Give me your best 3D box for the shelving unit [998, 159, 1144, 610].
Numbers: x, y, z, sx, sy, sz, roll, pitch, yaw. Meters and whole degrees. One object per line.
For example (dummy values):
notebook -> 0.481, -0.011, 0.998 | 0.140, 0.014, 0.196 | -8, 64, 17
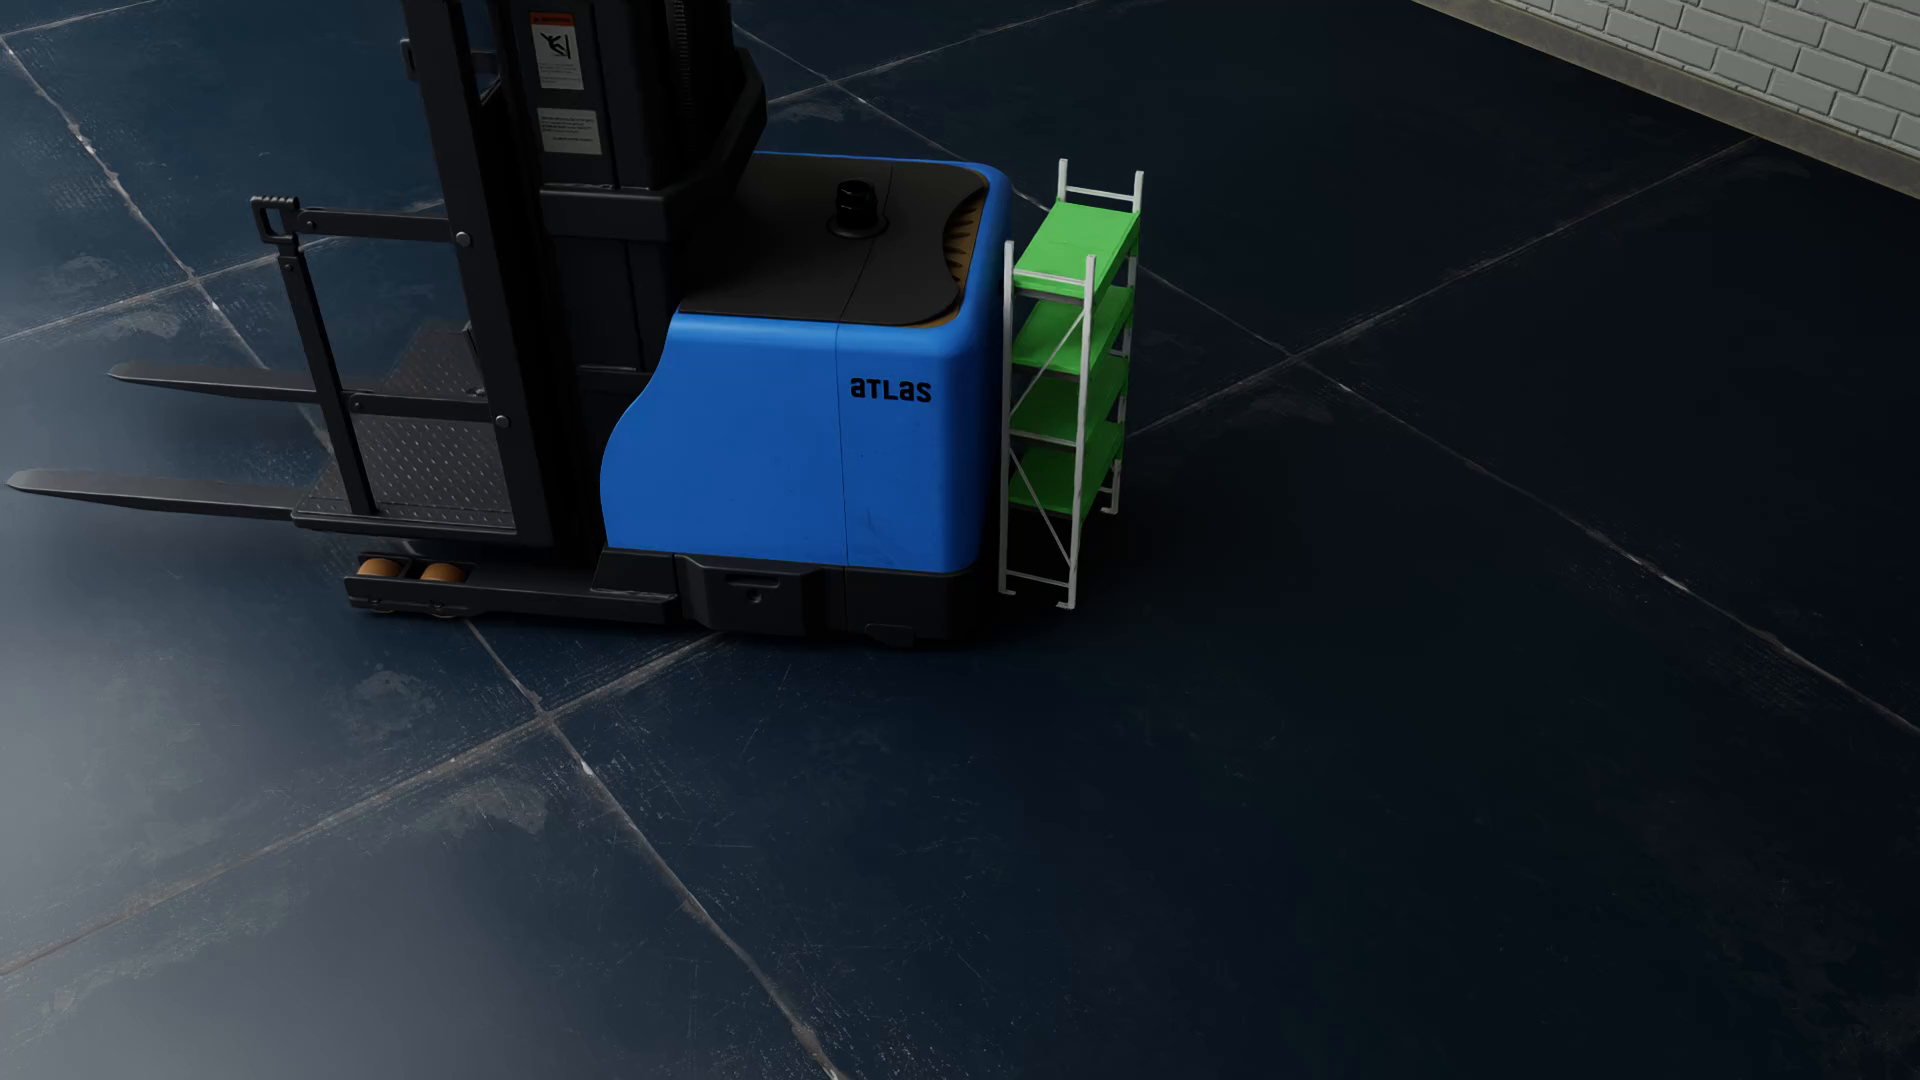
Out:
shelving unit -> 0.312, -0.430, 4.828 | 0.258, 1.200, 0.503 | 13, 41, 15

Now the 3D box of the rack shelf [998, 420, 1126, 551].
rack shelf -> 0.312, -0.195, 5.021 | 0.258, 0.148, 0.480 | 13, 41, 15

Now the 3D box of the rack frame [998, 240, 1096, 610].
rack frame -> 0.231, -0.284, 4.650 | 0.240, 1.200, 0.015 | 13, 41, 15

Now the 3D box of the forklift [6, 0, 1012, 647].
forklift -> -1.389, -1.227, 4.435 | 3.031, 2.935, 1.130 | 4, 40, 5

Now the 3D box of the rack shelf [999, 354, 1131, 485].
rack shelf -> 0.312, -0.380, 4.869 | 0.258, 0.148, 0.480 | 13, 41, 15

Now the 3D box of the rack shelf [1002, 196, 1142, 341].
rack shelf -> 0.312, -0.752, 4.564 | 0.258, 0.148, 0.480 | 13, 41, 15

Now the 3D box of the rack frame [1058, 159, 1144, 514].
rack frame -> 0.393, -0.576, 5.006 | 0.240, 1.200, 0.015 | 13, 41, 15

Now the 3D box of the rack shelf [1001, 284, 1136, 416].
rack shelf -> 0.312, -0.566, 4.716 | 0.258, 0.148, 0.480 | 13, 41, 15
